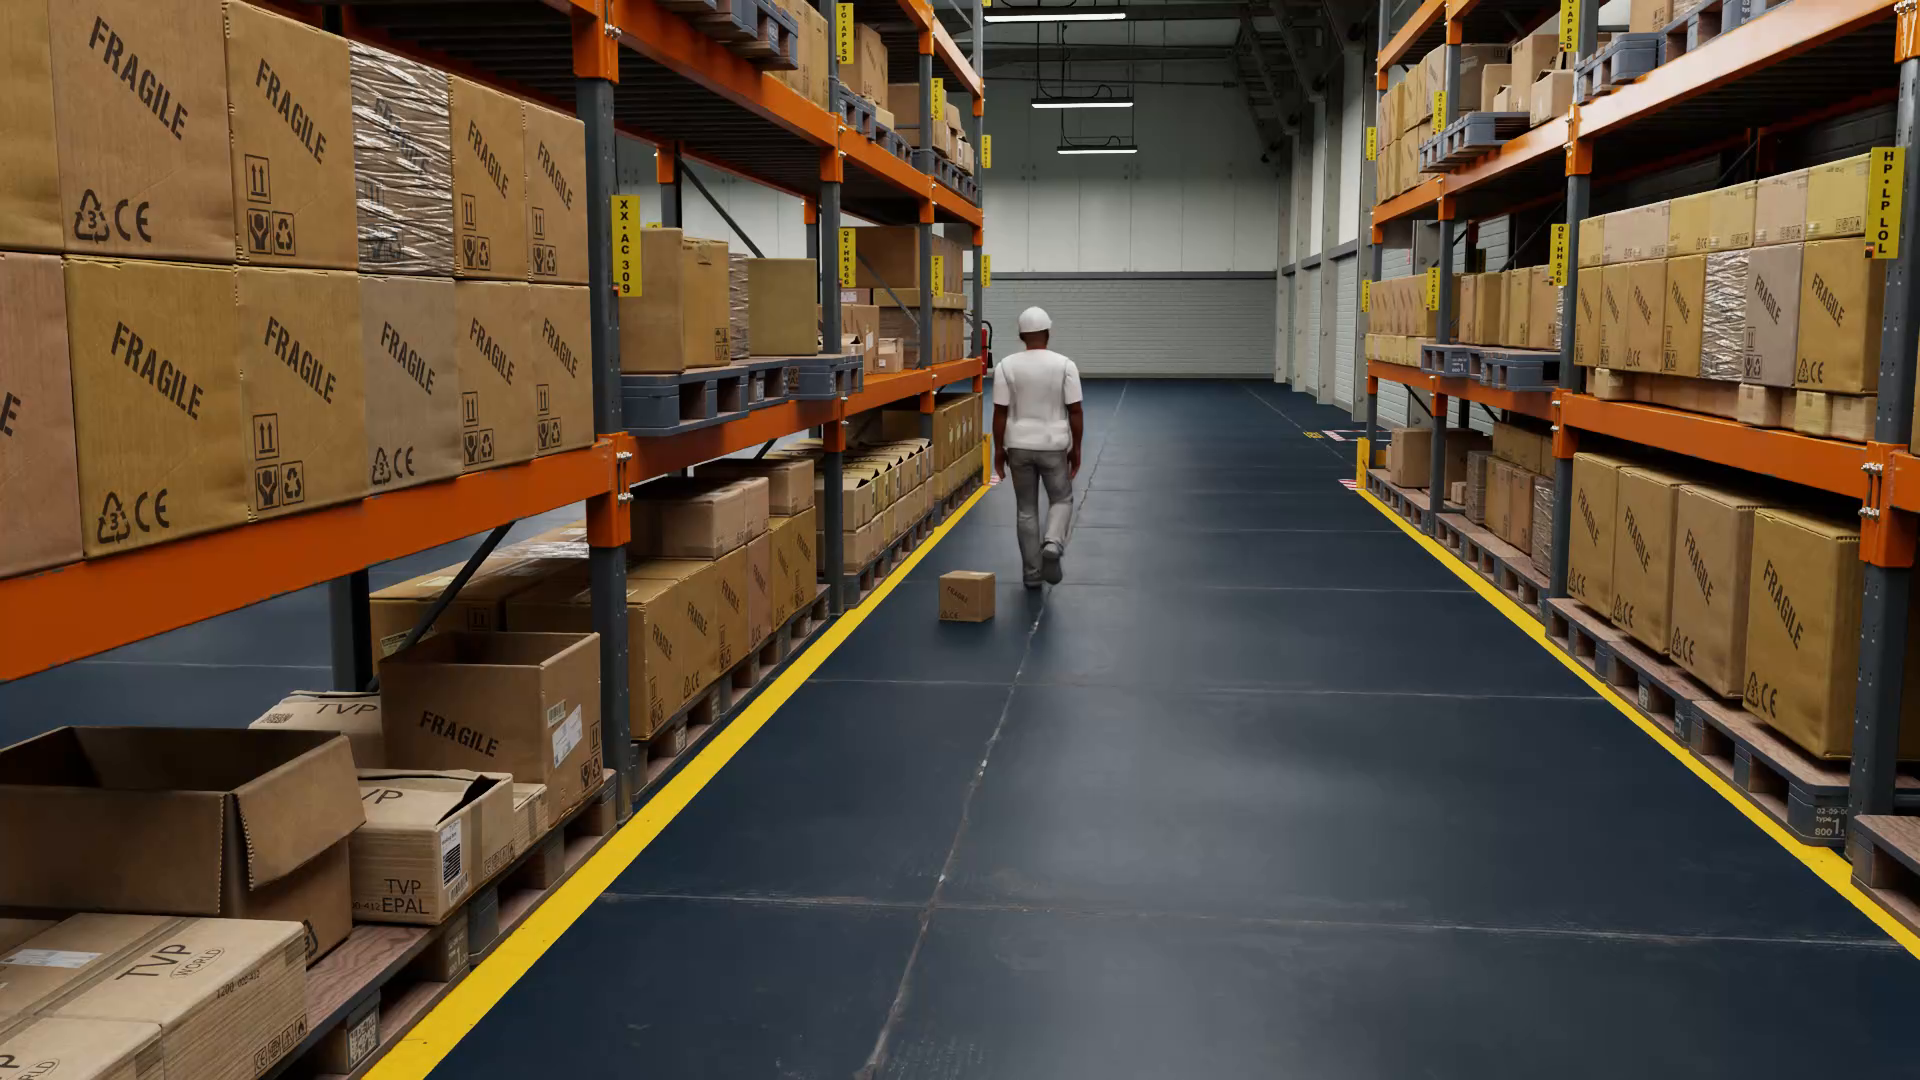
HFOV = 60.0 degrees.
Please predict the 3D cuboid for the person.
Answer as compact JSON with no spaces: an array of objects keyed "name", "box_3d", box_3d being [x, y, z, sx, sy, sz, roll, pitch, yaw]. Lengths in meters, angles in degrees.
[{"name":"person","box_3d":[0.488,-0.573,10.393,0.569,1.755,0.601,1,8,9]}]
